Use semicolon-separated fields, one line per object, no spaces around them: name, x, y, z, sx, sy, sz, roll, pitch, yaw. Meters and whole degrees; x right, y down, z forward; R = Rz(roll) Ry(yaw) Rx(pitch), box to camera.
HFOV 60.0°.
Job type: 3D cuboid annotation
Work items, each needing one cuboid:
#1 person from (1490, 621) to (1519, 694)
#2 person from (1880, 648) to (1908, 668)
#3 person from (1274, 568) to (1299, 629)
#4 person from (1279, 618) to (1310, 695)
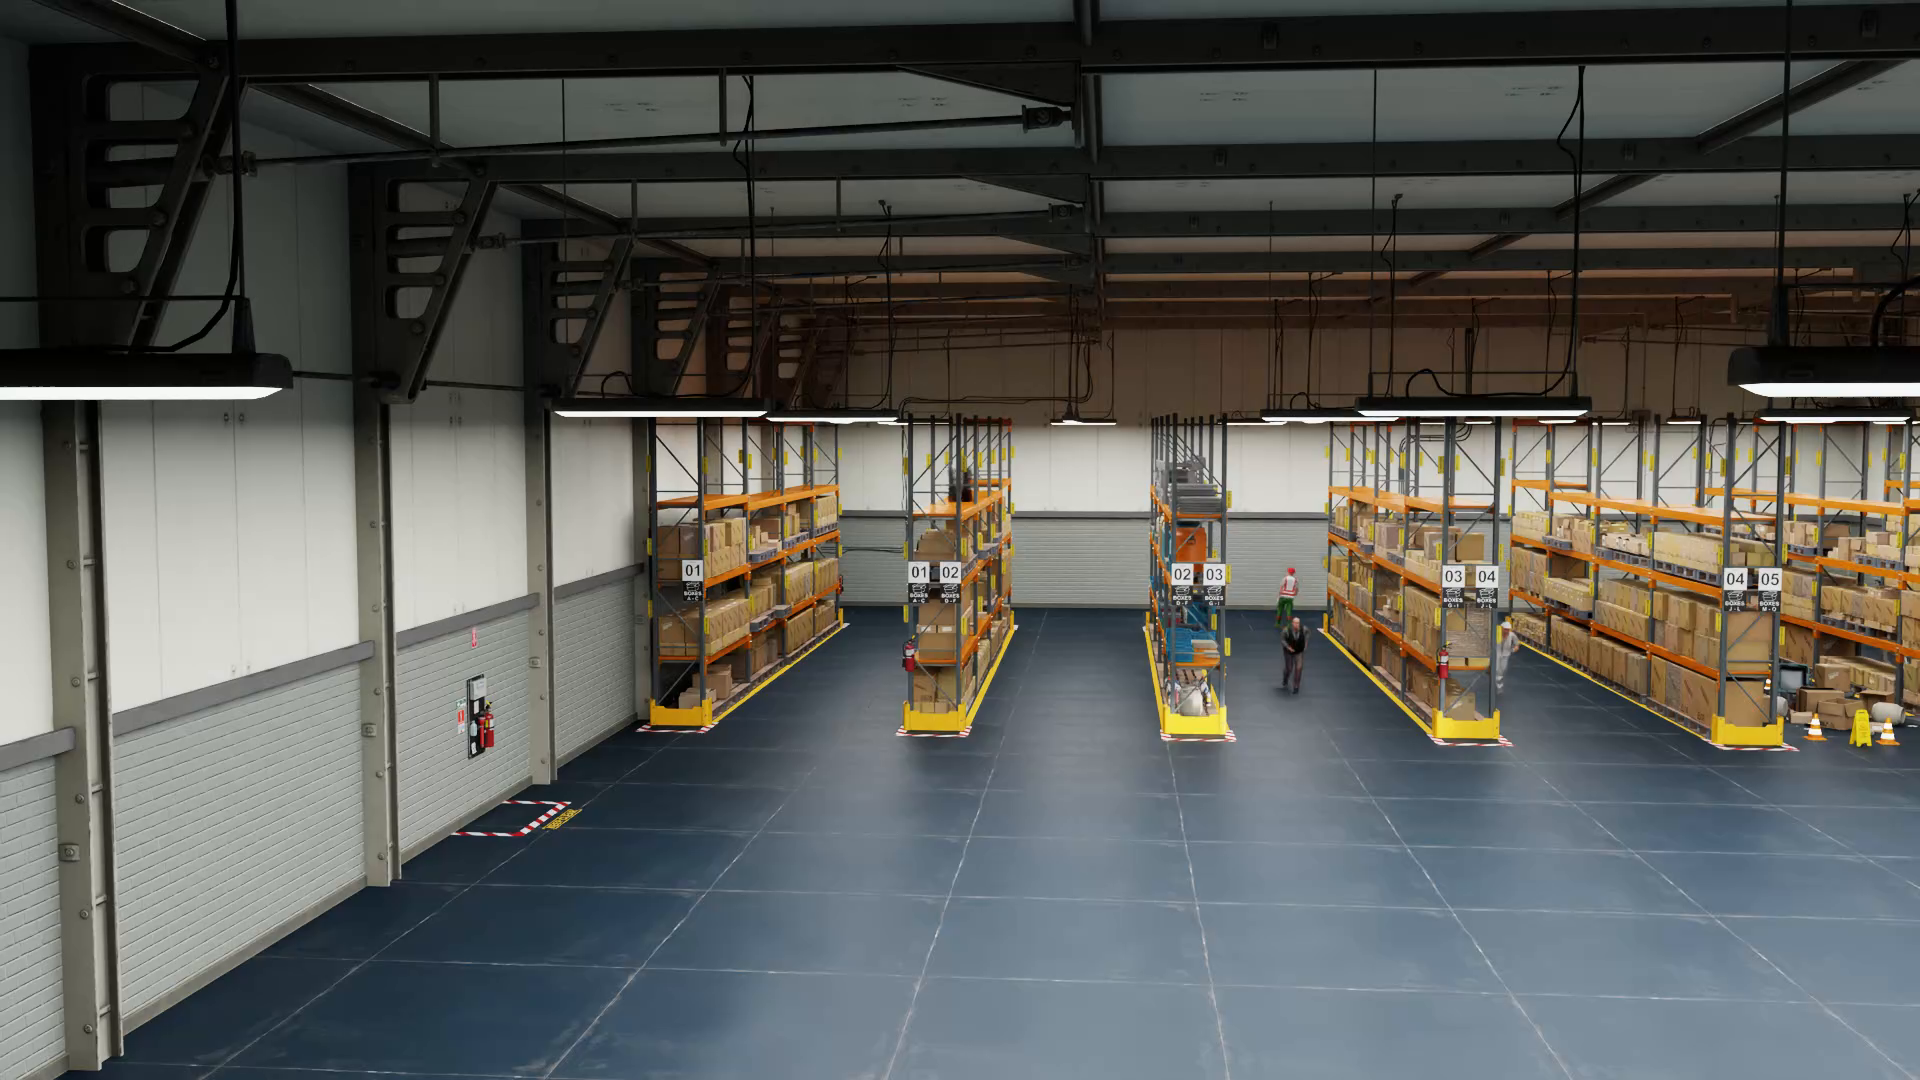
person;11.683;2.486;35.901;0.661;1.550;1.124;0;4;7
person;21.954;2.287;39.109;0.560;1.624;0.803;-1;4;-9
person;9.320;1.651;47.384;0.641;1.745;0.811;0;4;2
person;7.236;2.485;36.150;0.698;1.682;1.012;0;4;-7
